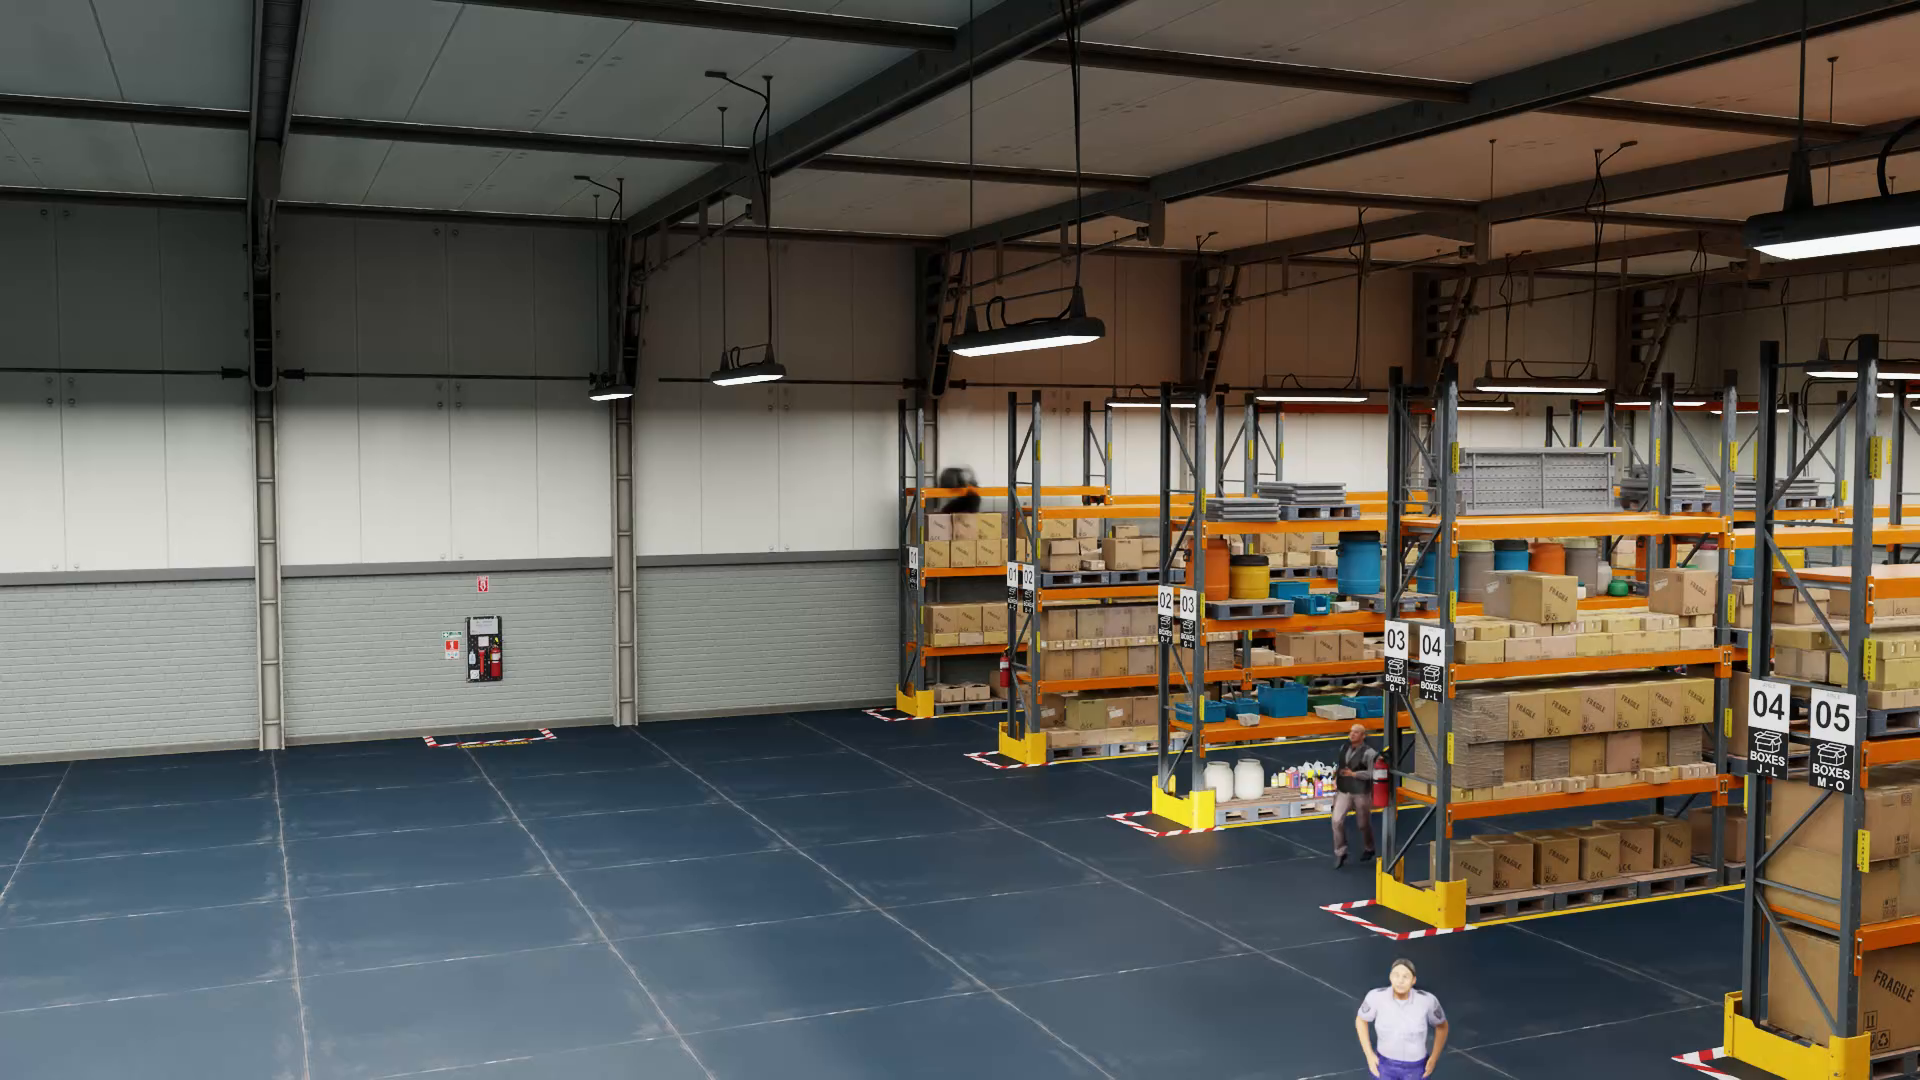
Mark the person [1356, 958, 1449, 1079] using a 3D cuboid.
[{"bbox_3d":[3.076,3.693,11.594,0.629,1.628,0.729,1,4,19],"label":"person"}]

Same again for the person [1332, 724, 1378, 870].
[{"bbox_3d":[4.798,3.156,20.236,0.628,1.692,0.758,3,4,41],"label":"person"}]

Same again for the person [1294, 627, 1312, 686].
[{"bbox_3d":[6.455,2.446,31.353,0.582,1.740,0.643,-2,4,-27],"label":"person"}]
